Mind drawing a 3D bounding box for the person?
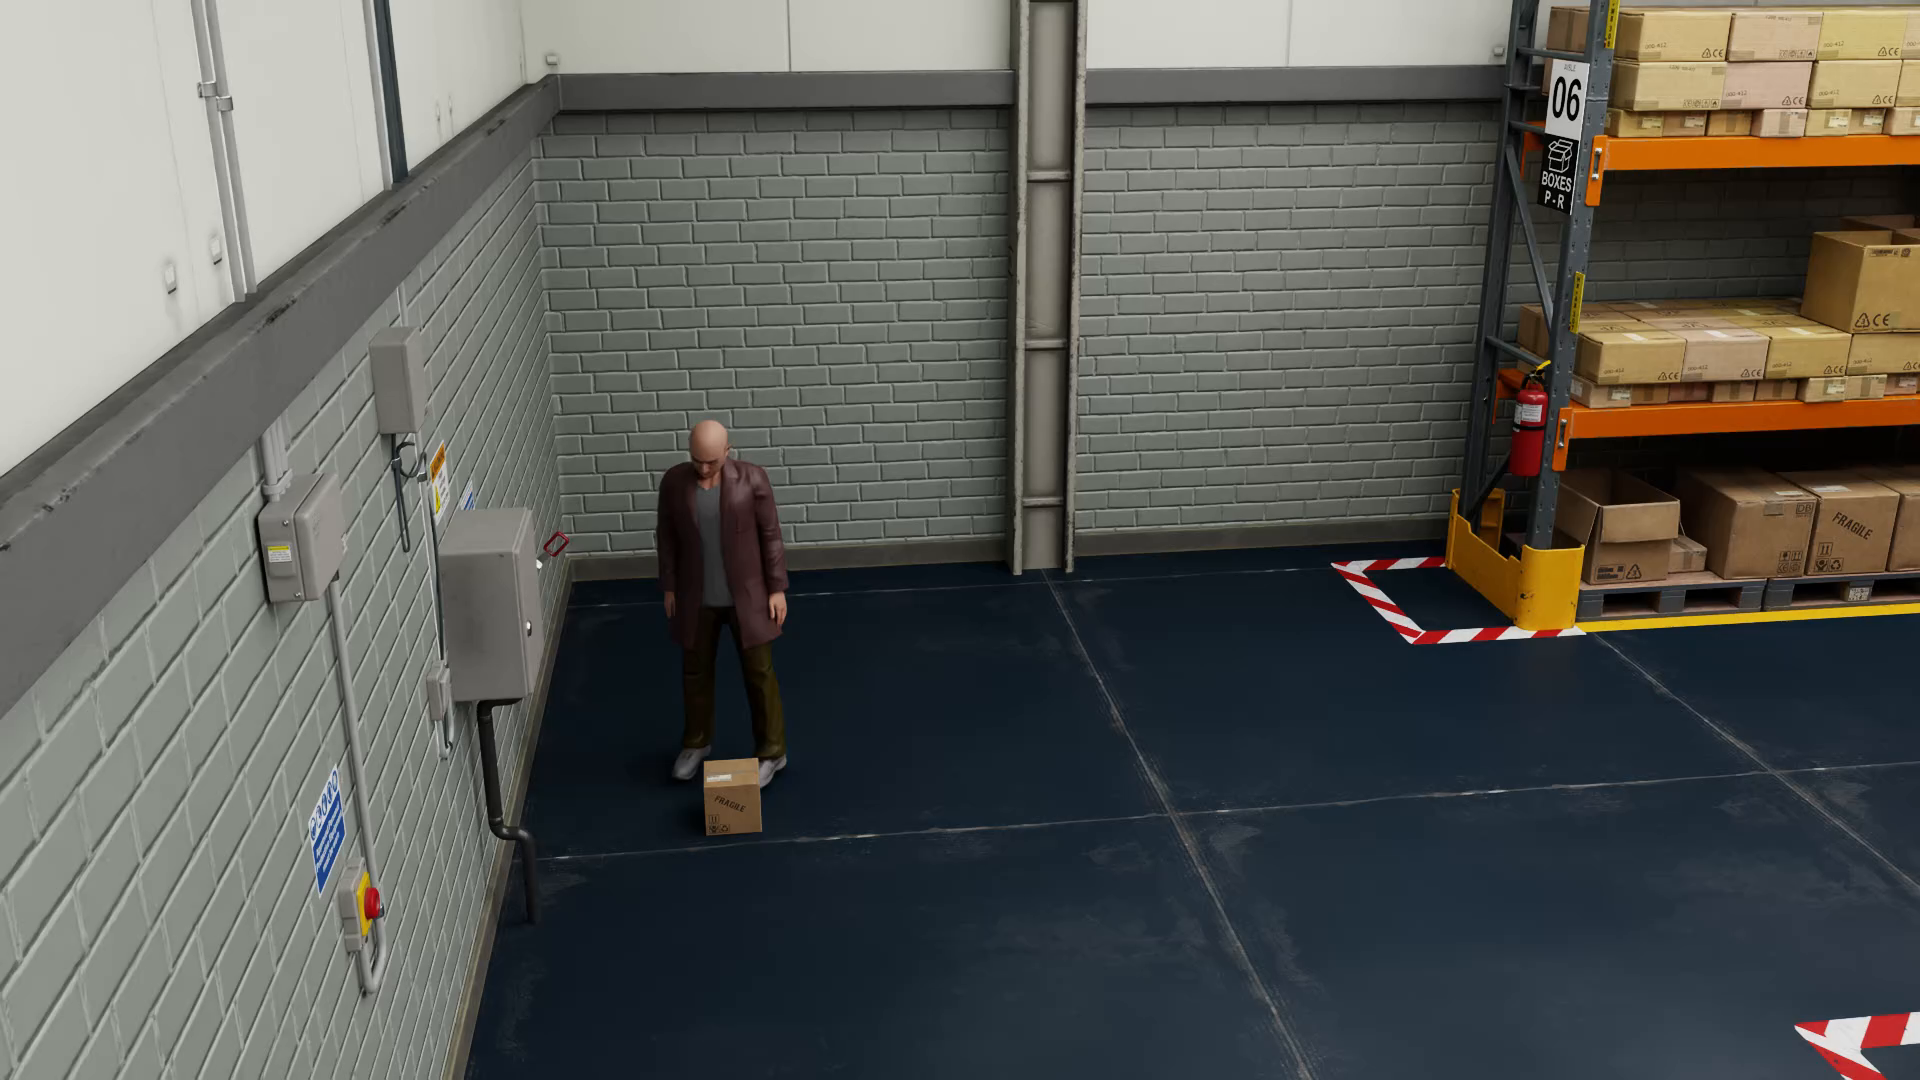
[{"bbox_3d":[-1.120,0.290,7.748,0.629,1.767,0.486,2,20,4],"label":"person"}]
